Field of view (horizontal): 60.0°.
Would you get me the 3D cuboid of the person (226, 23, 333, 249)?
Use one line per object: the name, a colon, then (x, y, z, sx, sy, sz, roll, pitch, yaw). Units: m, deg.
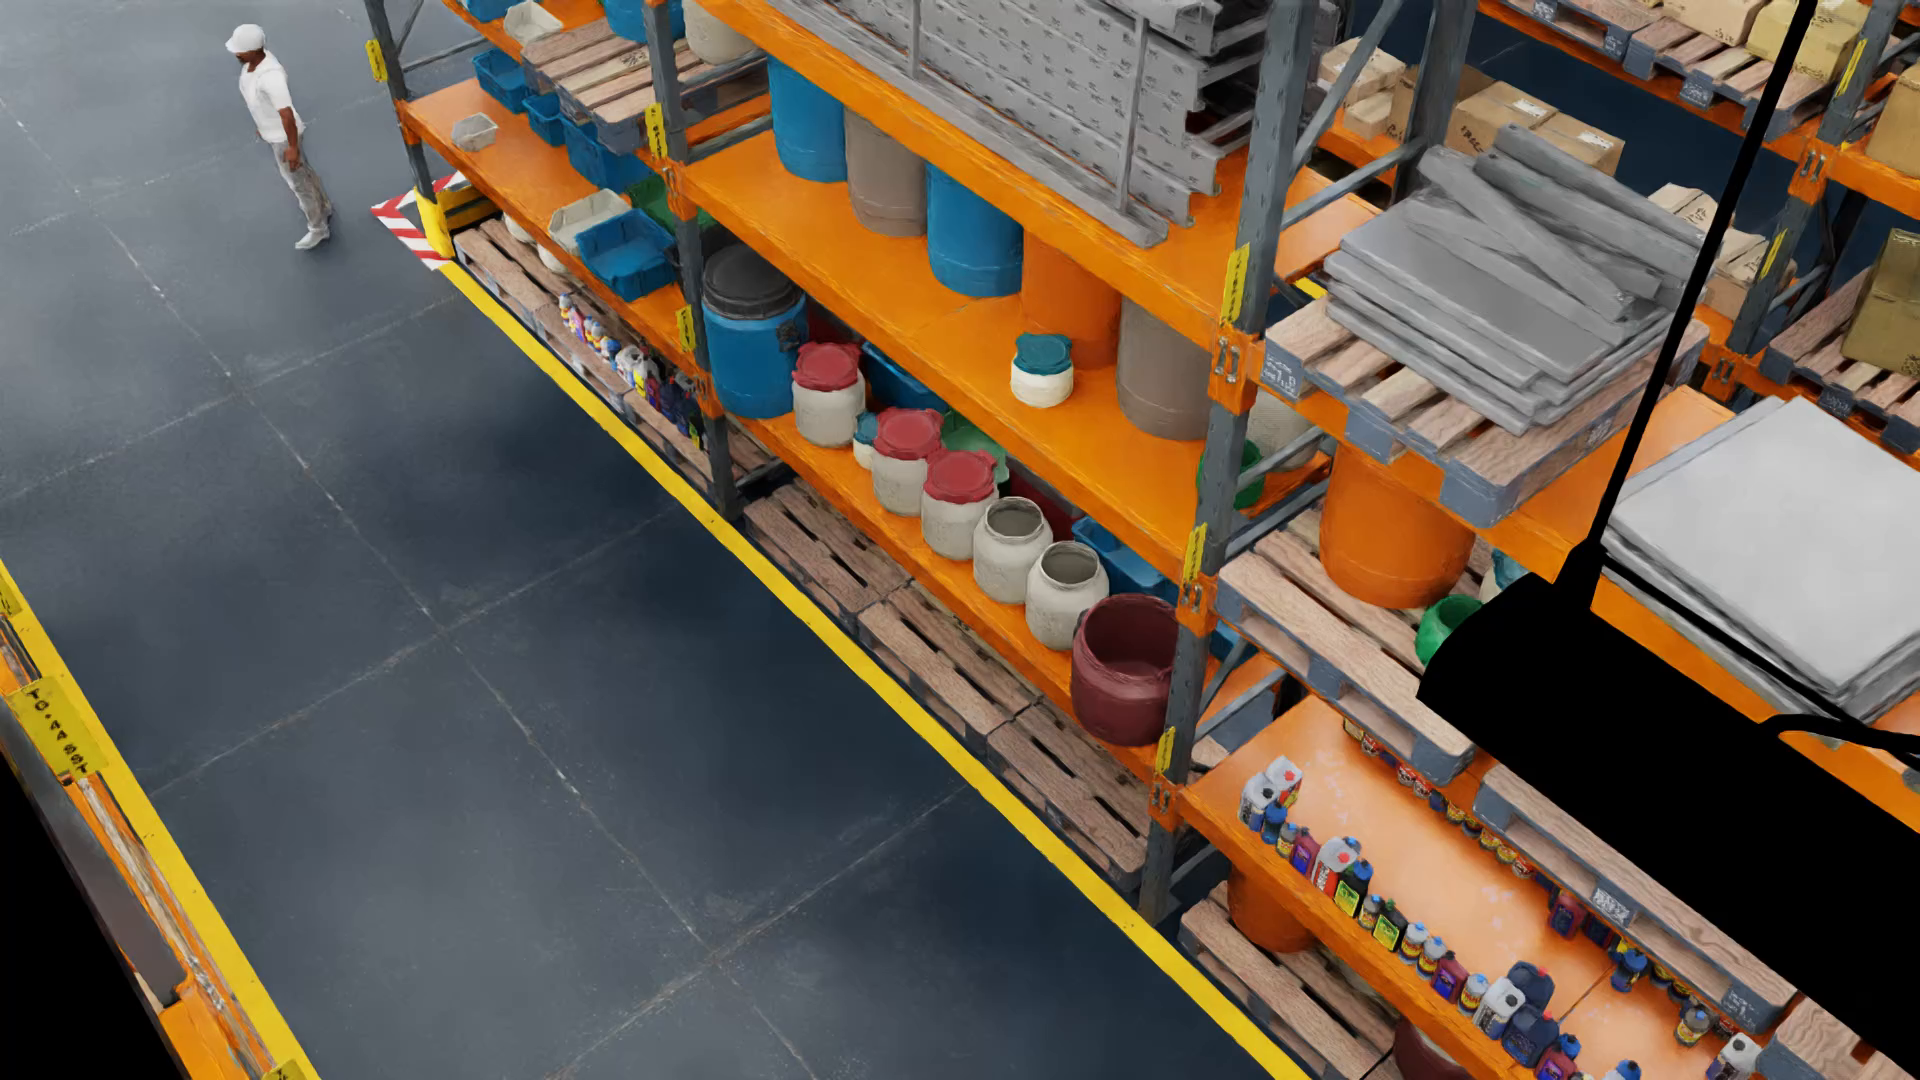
person: (-5.183, -3.107, 12.693, 0.390, 1.756, 0.719, -23, 51, -20)
